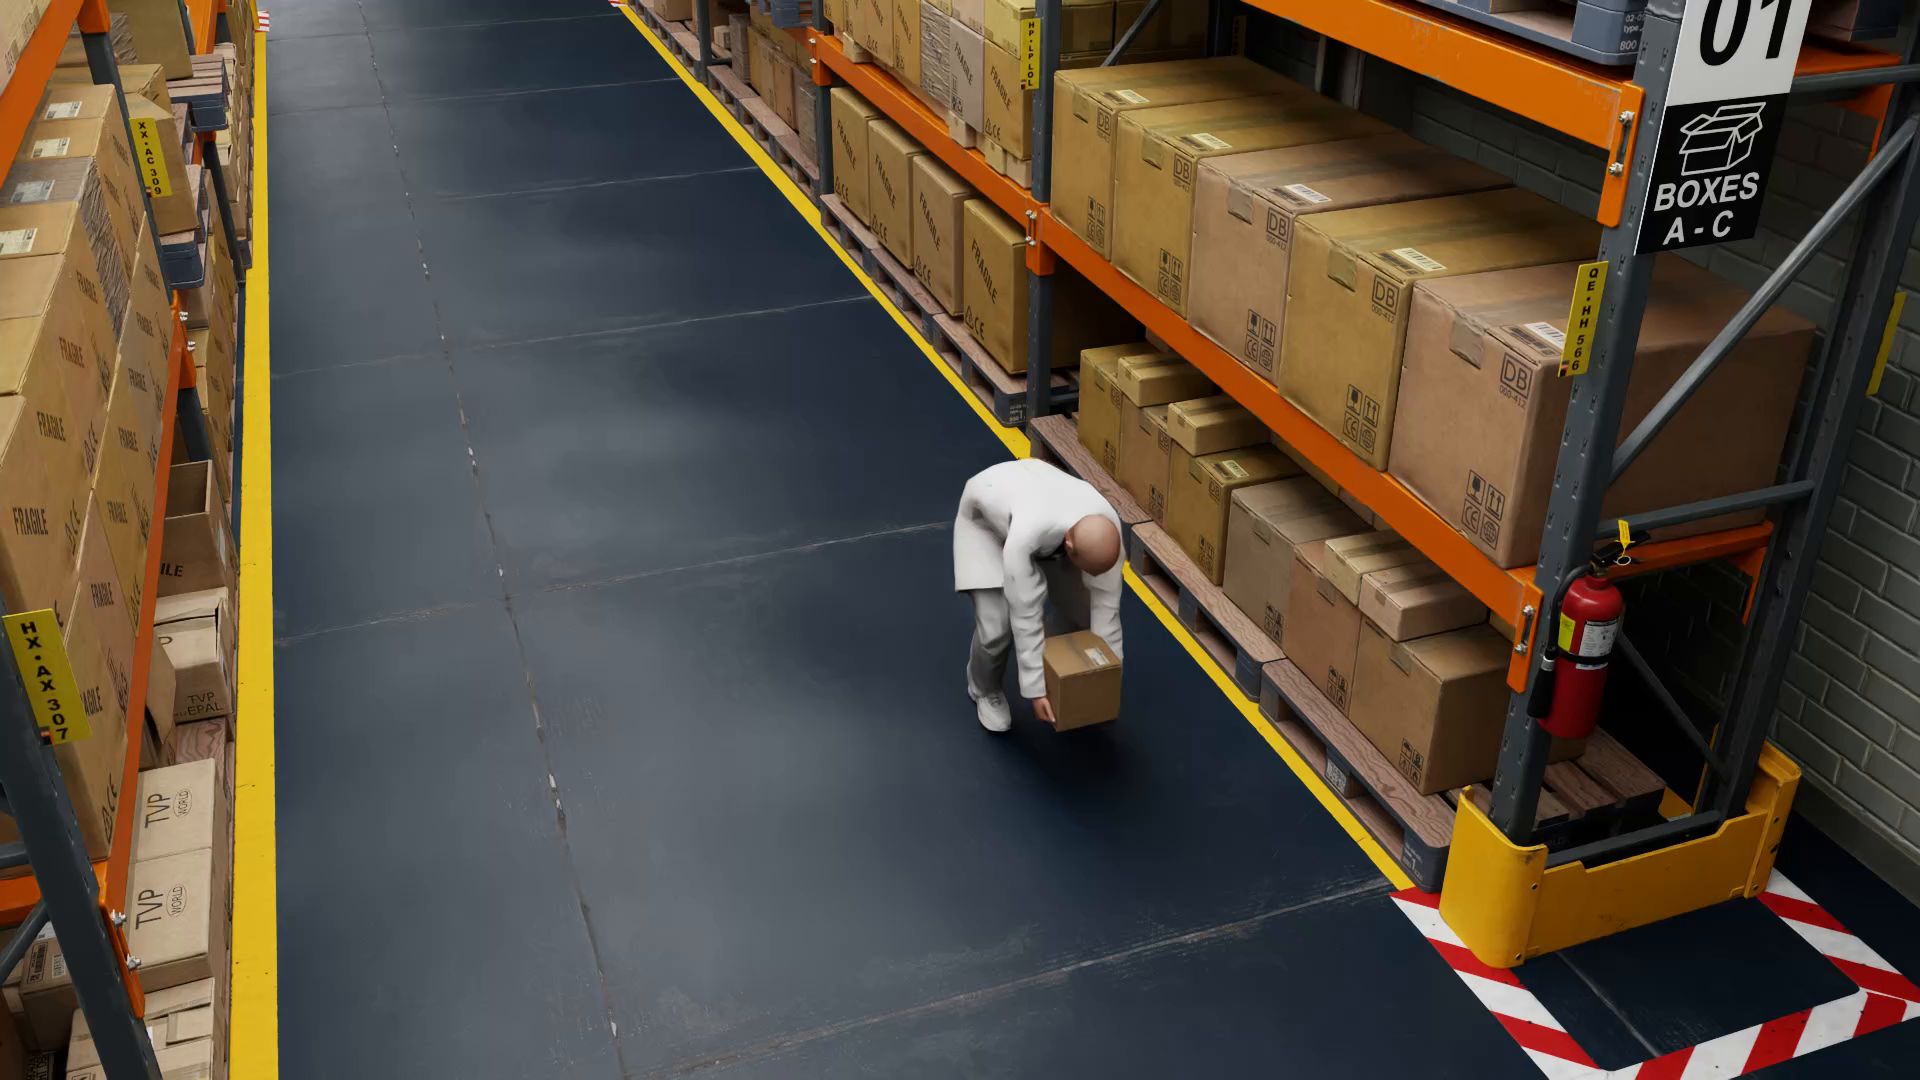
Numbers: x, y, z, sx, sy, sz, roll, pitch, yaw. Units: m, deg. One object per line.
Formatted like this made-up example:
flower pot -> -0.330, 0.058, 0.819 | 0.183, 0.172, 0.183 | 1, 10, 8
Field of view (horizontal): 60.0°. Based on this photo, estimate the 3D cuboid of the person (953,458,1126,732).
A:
person -> 0.314, 0.256, 6.343 | 0.586, 1.136, 0.938 | -12, 32, -20
